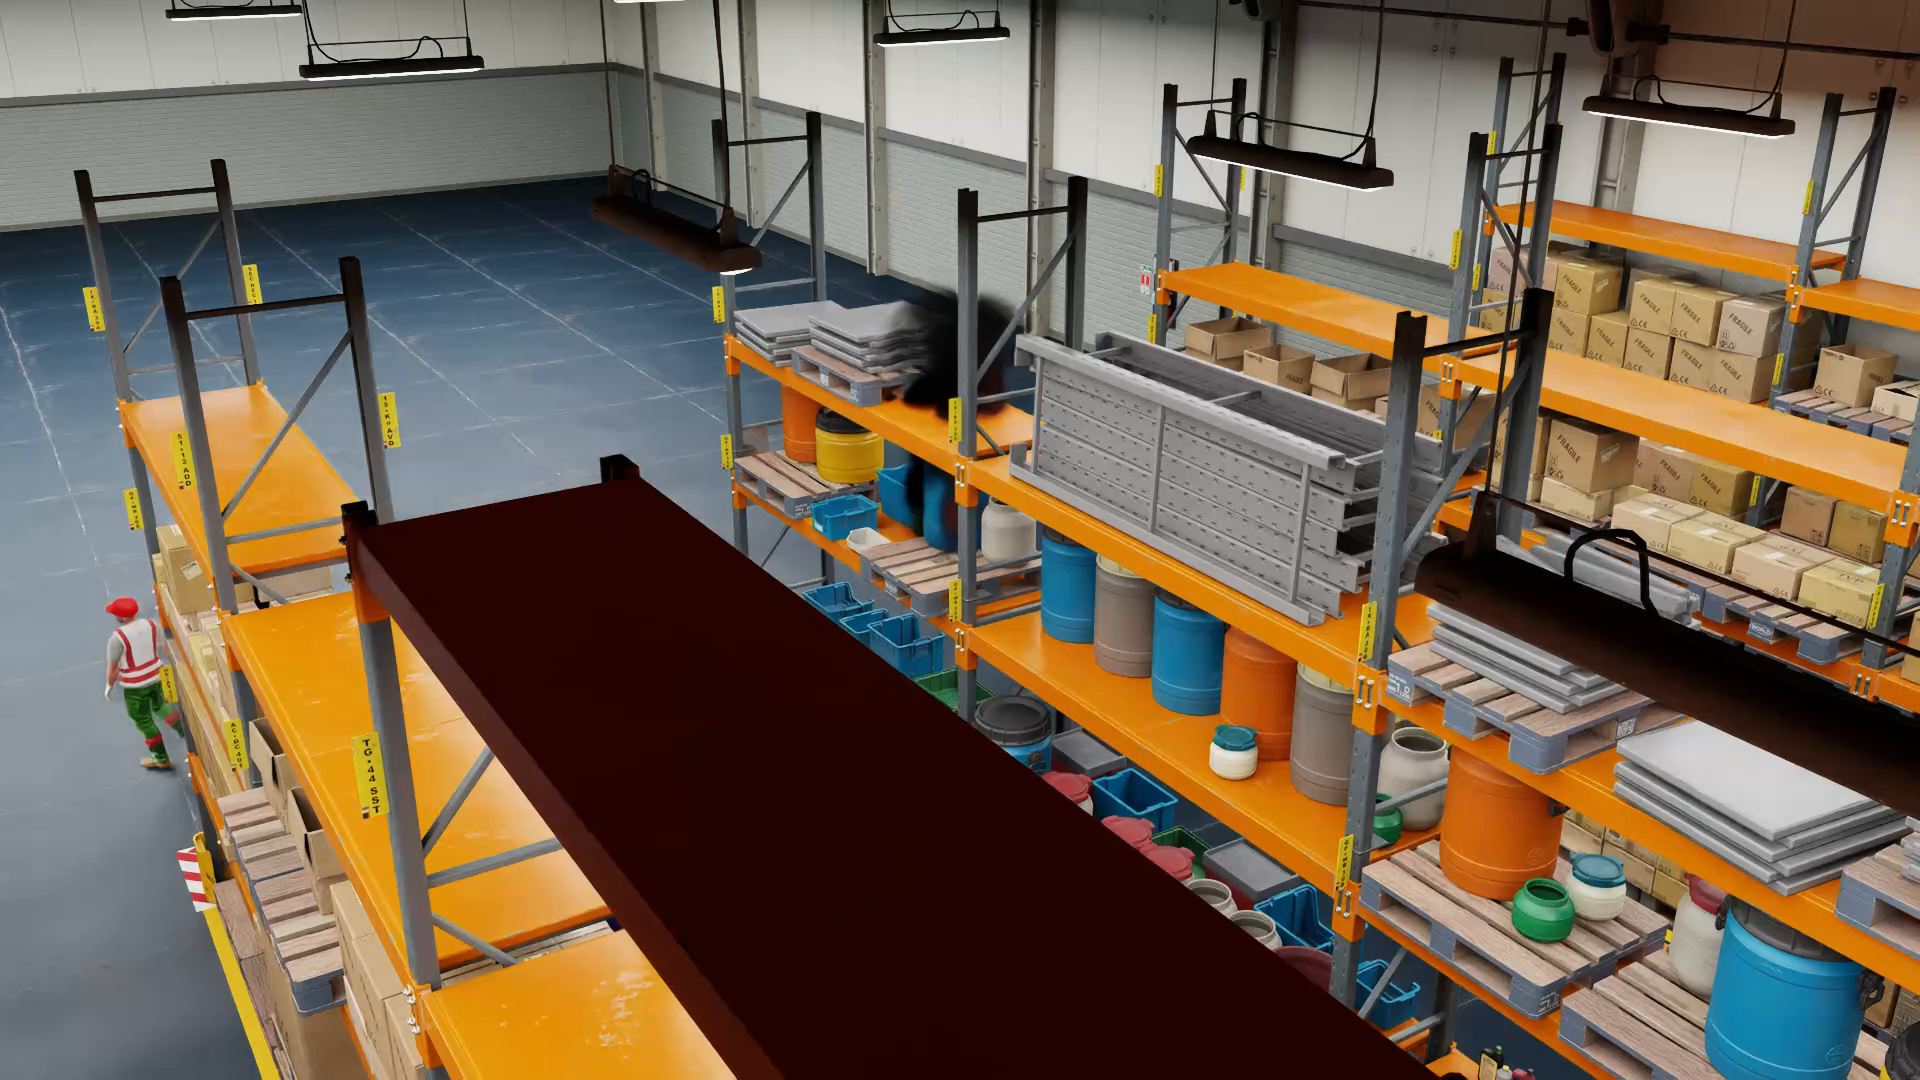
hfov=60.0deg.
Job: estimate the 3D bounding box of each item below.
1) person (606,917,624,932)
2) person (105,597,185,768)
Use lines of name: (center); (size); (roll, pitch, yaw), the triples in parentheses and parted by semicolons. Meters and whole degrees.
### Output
person: (-2.671, 2.810, 12.193); (0.698, 1.609, 0.779); (-4, 22, -9)
person: (-7.633, 1.331, 15.668); (0.606, 1.779, 0.647); (10, 24, 22)
